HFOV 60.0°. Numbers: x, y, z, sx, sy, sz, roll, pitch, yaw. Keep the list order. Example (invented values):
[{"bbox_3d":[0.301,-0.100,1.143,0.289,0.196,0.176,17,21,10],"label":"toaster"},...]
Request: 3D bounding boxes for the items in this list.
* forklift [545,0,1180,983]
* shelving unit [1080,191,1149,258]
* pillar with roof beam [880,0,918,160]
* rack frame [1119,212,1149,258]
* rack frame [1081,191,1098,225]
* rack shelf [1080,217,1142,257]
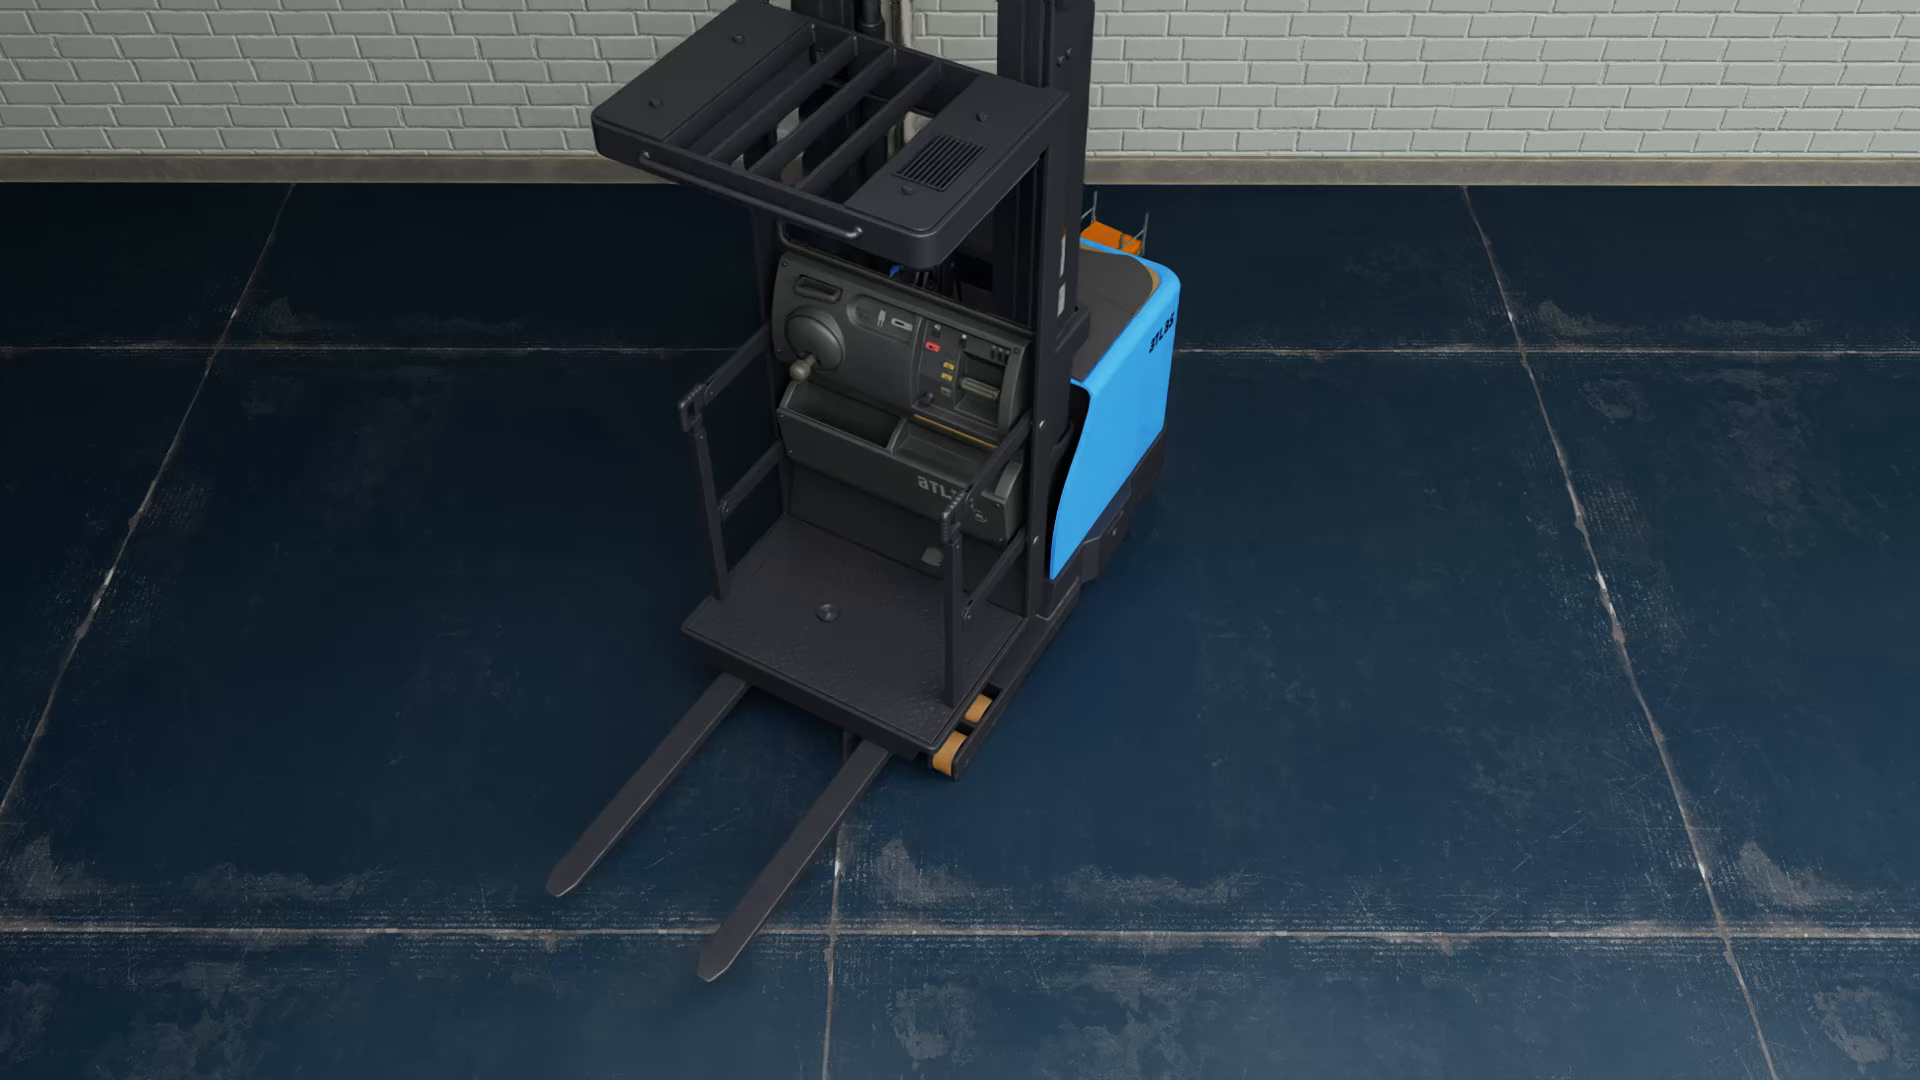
[{"bbox_3d":[-0.319,-0.535,5.327,1.130,2.935,3.031,23,51,20],"label":"forklift"},{"bbox_3d":[0.578,-0.929,6.973,0.252,1.050,0.215,29,51,24],"label":"shelving unit"},{"bbox_3d":[-0.428,-1.656,2.225,0.400,9.000,9.100,0,47,0],"label":"pillar with roof beam"},{"bbox_3d":[0.676,-0.876,6.923,0.008,1.050,0.200,29,51,24],"label":"rack frame"},{"bbox_3d":[0.480,-0.983,7.022,0.008,1.050,0.200,29,51,24],"label":"rack frame"},{"bbox_3d":[0.584,-1.121,6.778,0.240,0.259,0.215,29,51,24],"label":"rack shelf"}]
